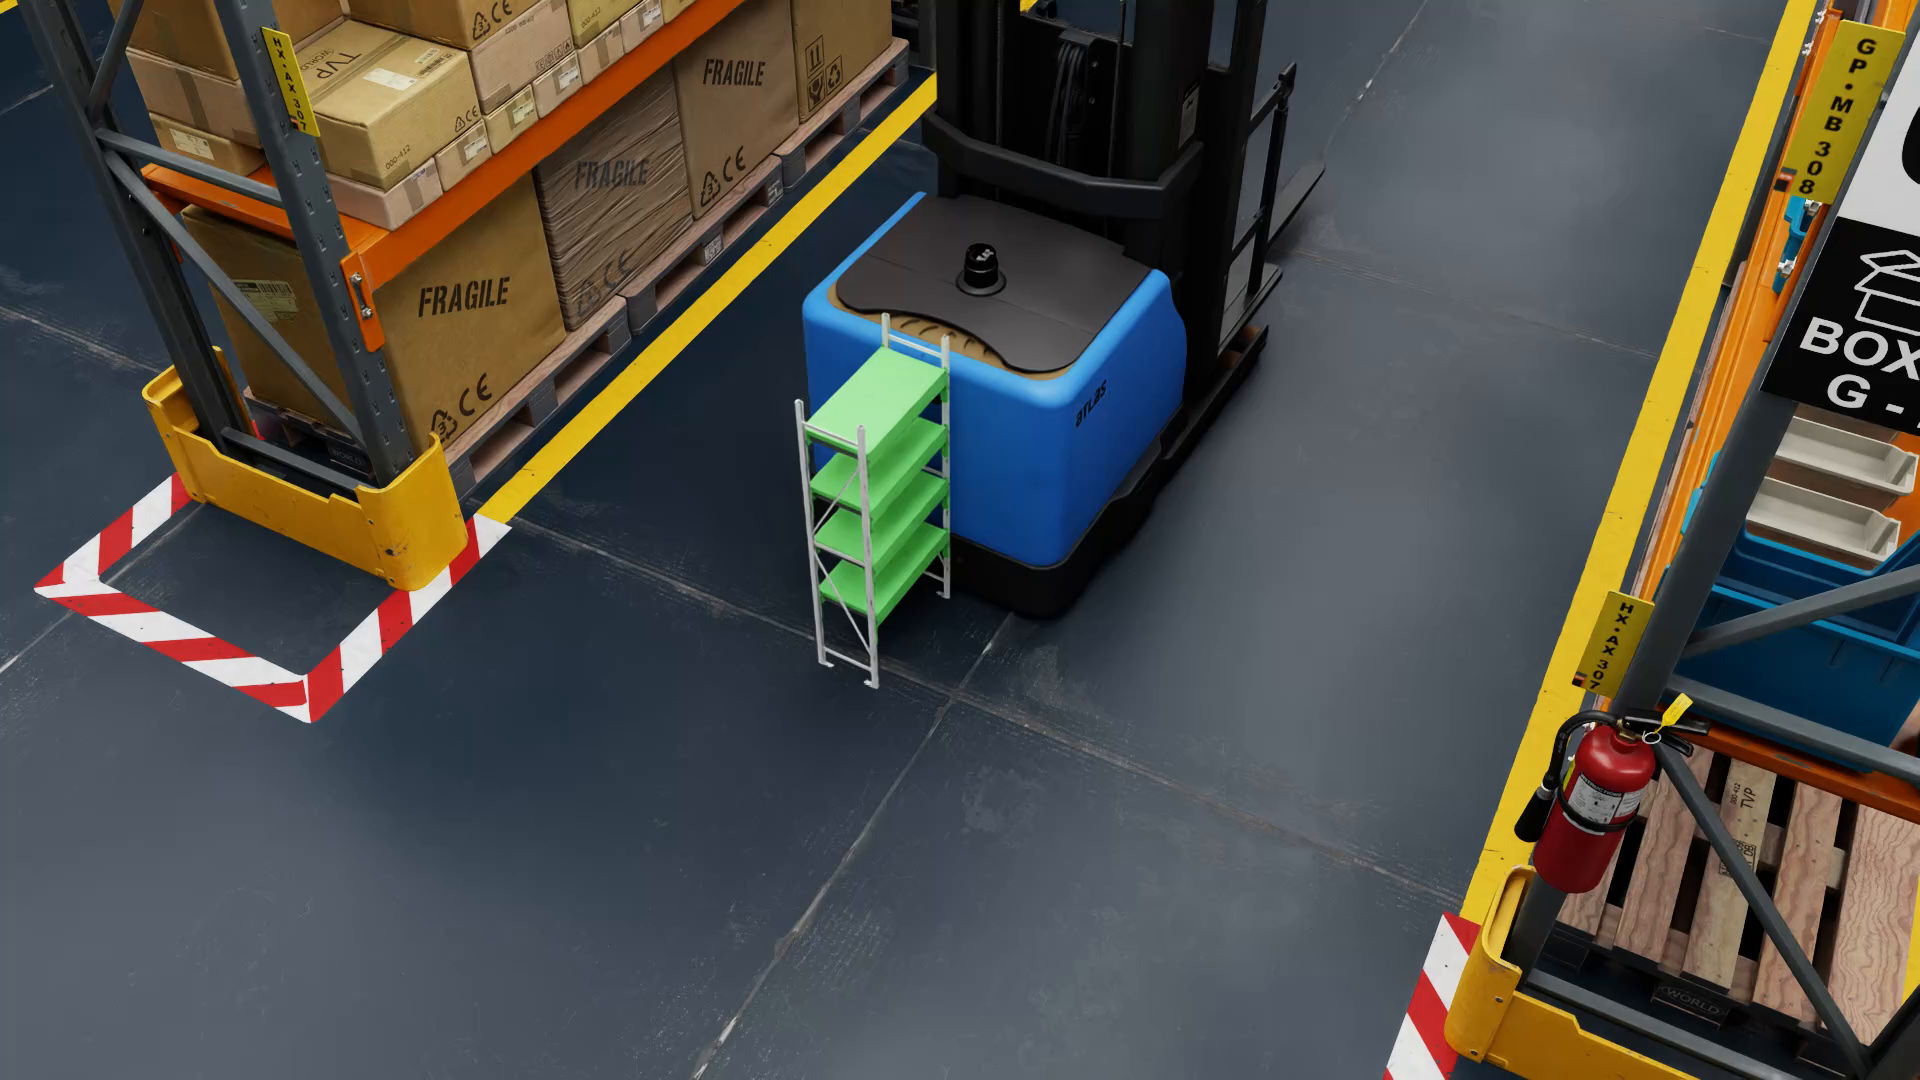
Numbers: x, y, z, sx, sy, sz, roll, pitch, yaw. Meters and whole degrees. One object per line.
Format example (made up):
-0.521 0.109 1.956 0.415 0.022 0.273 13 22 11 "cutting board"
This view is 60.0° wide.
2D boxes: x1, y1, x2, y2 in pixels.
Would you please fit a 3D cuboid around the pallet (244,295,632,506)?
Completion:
-2.105 -0.715 6.808 1.003 0.211 1.213 20 49 19 "pallet"

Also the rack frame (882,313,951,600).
-0.142 -0.253 5.656 0.240 1.200 0.015 22 49 21 "rack frame"

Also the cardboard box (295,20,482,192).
-1.945 -1.431 5.451 0.500 0.250 0.500 19 48 18 "cardboard box"

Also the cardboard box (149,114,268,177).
-2.534 -1.410 5.712 0.380 0.149 0.250 21 49 20 "cardboard box"

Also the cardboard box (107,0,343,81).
-2.414 -1.875 5.363 0.500 0.500 0.500 21 49 20 "cardboard box"

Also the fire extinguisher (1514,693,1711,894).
1.507 0.573 3.891 0.296 0.674 0.183 20 49 19 "fire extinguisher"

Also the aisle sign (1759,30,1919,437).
1.687 -0.495 2.803 0.394 0.787 0.004 20 49 19 "aisle sign"

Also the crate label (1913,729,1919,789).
2.386 0.461 3.761 0.416 0.233 0.303 20 49 19 "crate label"

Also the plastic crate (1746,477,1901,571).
2.198 -0.032 4.316 0.396 0.136 0.243 20 49 19 "plastic crate"

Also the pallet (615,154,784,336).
-1.538 -1.481 7.565 1.003 0.211 1.213 20 49 19 "pallet"

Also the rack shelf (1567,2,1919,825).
2.908 -0.537 5.178 1.077 0.370 4.000 20 49 19 "rack shelf"

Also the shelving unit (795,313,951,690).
-0.264 -0.103 5.508 0.258 1.200 0.503 22 49 21 "shelving unit"

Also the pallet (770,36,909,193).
-0.973 -2.252 8.327 1.003 0.211 1.213 20 49 19 "pallet"

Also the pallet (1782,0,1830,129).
4.797 -2.314 8.388 1.003 0.211 1.213 20 49 19 "pallet"

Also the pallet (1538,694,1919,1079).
2.397 0.943 5.169 1.003 0.211 1.213 20 49 19 "pallet"

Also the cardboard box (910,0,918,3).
-0.271 -3.496 8.795 1.225 0.875 0.875 21 49 19 "cardboard box"

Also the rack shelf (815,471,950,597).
-0.264 -0.058 5.553 0.258 0.148 0.480 22 49 21 "rack shelf"

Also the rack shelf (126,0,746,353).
-1.479 -2.173 6.794 1.077 0.370 4.000 20 49 19 "rack shelf"

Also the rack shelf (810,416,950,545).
-0.264 -0.227 5.383 0.258 0.148 0.480 22 49 21 "rack shelf"

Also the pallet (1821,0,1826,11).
5.364 -3.079 9.145 1.003 0.211 1.213 20 49 19 "pallet"

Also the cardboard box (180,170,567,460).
-2.181 -0.996 6.324 0.875 0.875 0.875 20 49 19 "cardboard box"

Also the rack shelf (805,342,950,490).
-0.264 -0.395 5.212 0.258 0.148 0.480 22 49 21 "rack shelf"

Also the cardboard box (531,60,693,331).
-1.759 -1.569 6.891 0.875 0.875 0.875 20 49 19 "cardboard box"

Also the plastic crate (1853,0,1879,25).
3.200 -1.614 5.649 0.402 0.464 0.583 20 49 19 "plastic crate"

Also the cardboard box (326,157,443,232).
-1.950 -1.192 5.496 0.380 0.149 0.250 21 49 19 "cardboard box"

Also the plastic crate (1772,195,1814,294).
2.706 -0.871 5.077 0.416 0.233 0.300 20 49 19 "plastic crate"

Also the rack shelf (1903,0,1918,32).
2.908 -1.660 4.041 0.919 0.124 3.809 20 49 19 "rack shelf"

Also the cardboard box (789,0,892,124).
-0.928 -2.697 8.005 0.875 0.875 0.875 20 49 19 "cardboard box"

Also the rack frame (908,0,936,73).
-0.550 -3.685 7.783 1.000 3.000 0.127 20 49 19 "rack frame"

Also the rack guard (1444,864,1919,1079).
1.980 1.368 4.547 1.175 0.500 0.348 20 49 19 "rack guard"

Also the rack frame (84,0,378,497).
-2.410 -1.167 5.294 0.949 2.616 0.053 20 49 19 "rack frame"

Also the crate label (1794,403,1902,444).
2.453 -0.394 4.673 0.396 0.136 0.243 20 49 19 "crate label"

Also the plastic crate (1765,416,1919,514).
2.345 -0.210 4.492 0.396 0.136 0.243 20 49 19 "plastic crate"

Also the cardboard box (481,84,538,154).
-1.714 -1.515 5.815 0.380 0.149 0.250 19 48 18 "cardboard box"

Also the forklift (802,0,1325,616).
0.631 -1.801 5.969 1.130 2.935 3.031 22 49 21 "forklift"

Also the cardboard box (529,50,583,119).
-1.594 -1.680 5.978 0.380 0.149 0.250 20 49 18 "cardboard box"

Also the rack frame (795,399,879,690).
-0.387 0.047 5.360 0.240 1.200 0.015 22 49 21 "rack frame"

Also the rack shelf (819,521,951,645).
-0.264 0.111 5.724 0.258 0.148 0.480 22 49 21 "rack shelf"

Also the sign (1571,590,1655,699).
1.485 0.241 3.788 0.100 0.325 0.005 20 49 19 "sign"

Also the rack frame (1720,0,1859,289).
3.836 -2.050 6.167 1.000 3.000 0.127 20 49 19 "rack frame"

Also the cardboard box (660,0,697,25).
-1.237 -2.161 6.454 0.380 0.149 0.250 19 48 18 "cardboard box"

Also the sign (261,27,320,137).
-1.919 -1.311 4.772 0.100 0.325 0.005 20 49 19 "sign"

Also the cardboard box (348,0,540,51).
-1.713 -2.009 5.496 0.500 0.500 0.500 19 48 18 "cardboard box"

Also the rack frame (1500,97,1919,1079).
1.980 0.470 3.677 1.000 3.000 0.127 20 49 19 "rack frame"

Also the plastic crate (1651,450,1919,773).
1.970 0.164 3.912 0.616 0.435 0.499 20 49 19 "plastic crate"

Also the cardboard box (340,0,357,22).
-2.181 -1.930 5.944 0.500 0.250 0.500 20 49 18 "cardboard box"

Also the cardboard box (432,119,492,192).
-1.832 -1.354 5.656 0.380 0.149 0.250 20 49 18 "cardboard box"

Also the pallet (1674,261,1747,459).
3.530 -0.594 6.689 1.003 0.211 1.213 20 49 19 "pallet"

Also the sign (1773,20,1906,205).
1.485 -0.719 2.817 0.100 0.325 0.005 20 49 19 "sign"

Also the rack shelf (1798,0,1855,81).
4.765 -3.057 7.668 1.077 0.370 4.000 20 49 19 "rack shelf"

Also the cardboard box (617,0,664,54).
-1.355 -2.003 6.297 0.380 0.149 0.250 20 49 19 "cardboard box"

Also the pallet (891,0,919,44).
-0.259 -3.216 9.280 1.003 0.211 1.213 20 49 19 "pallet"
